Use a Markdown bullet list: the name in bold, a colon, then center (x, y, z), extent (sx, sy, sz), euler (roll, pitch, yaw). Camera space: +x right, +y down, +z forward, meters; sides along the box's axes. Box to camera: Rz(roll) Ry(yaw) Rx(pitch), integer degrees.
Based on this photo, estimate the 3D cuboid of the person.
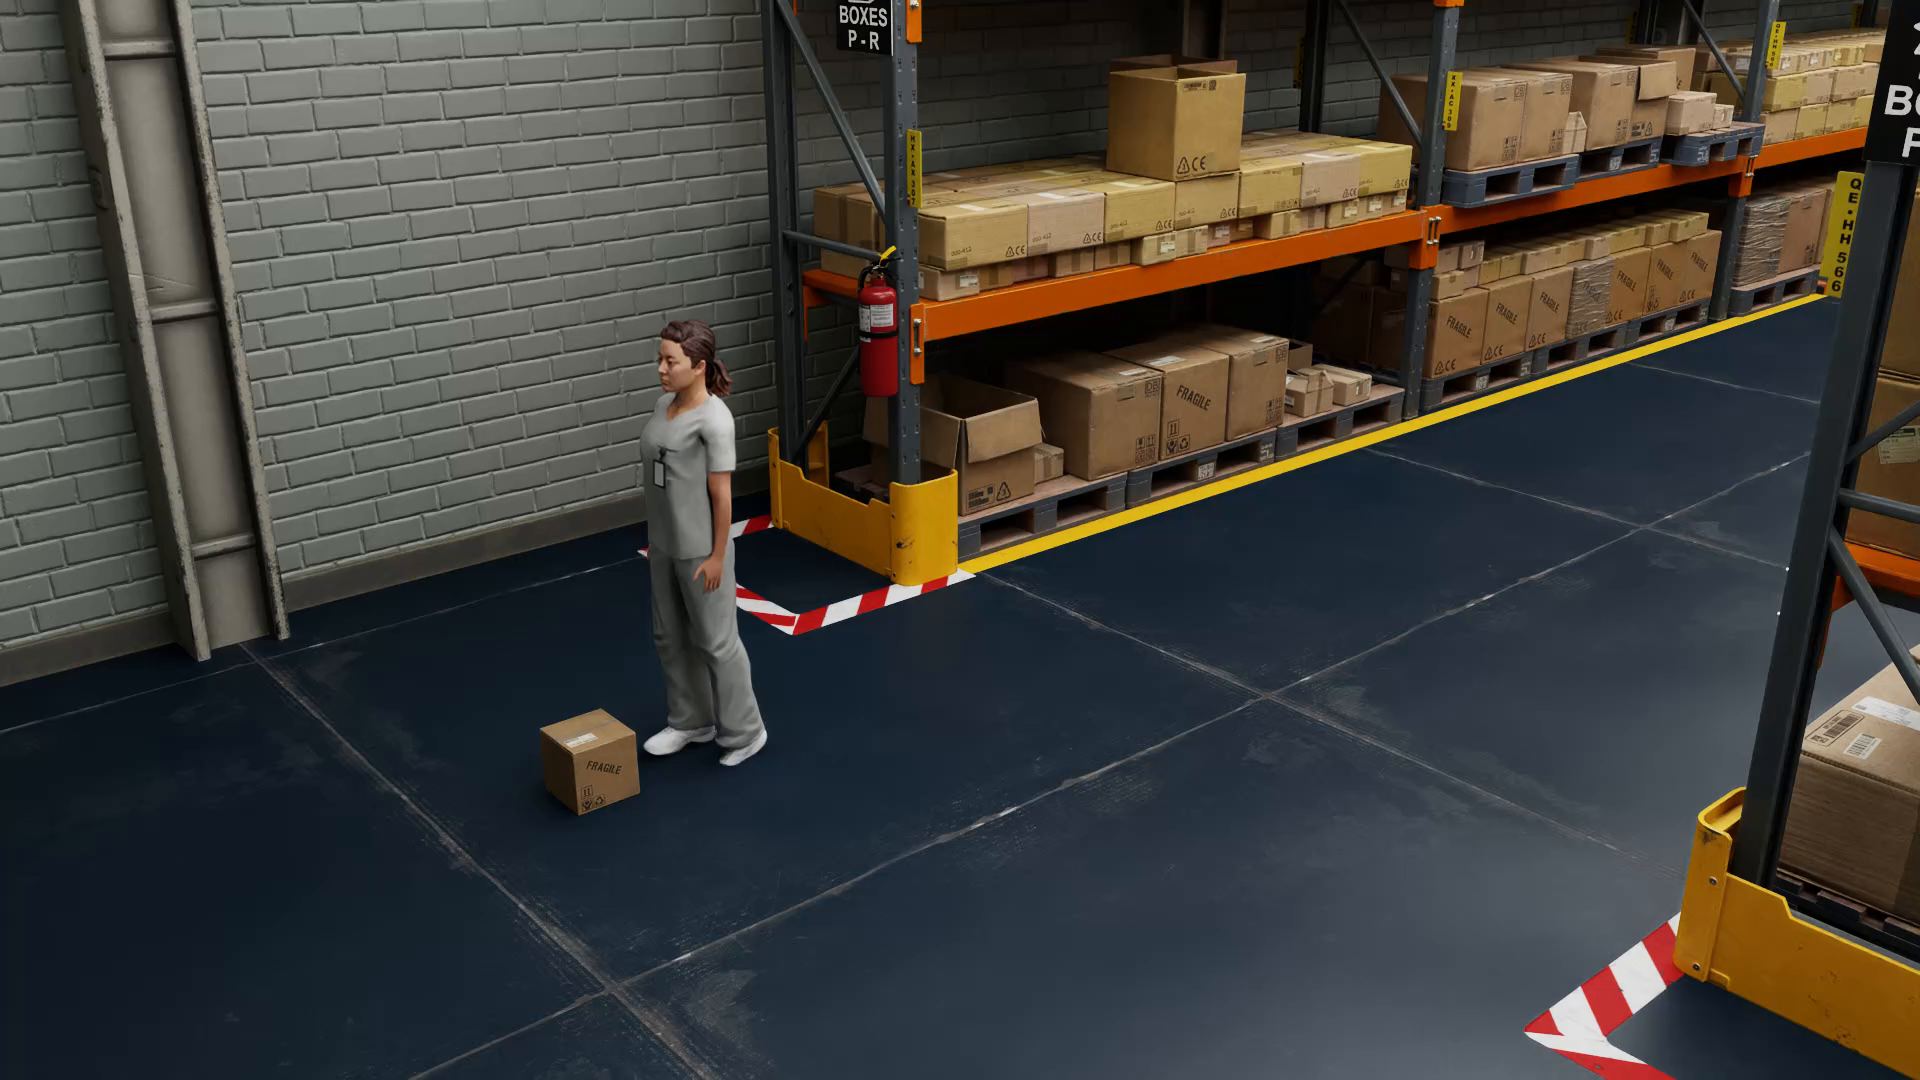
- **person**: center (-0.954, 0.030, 6.030), extent (0.362, 1.682, 0.439), euler (-16, 27, -36)
